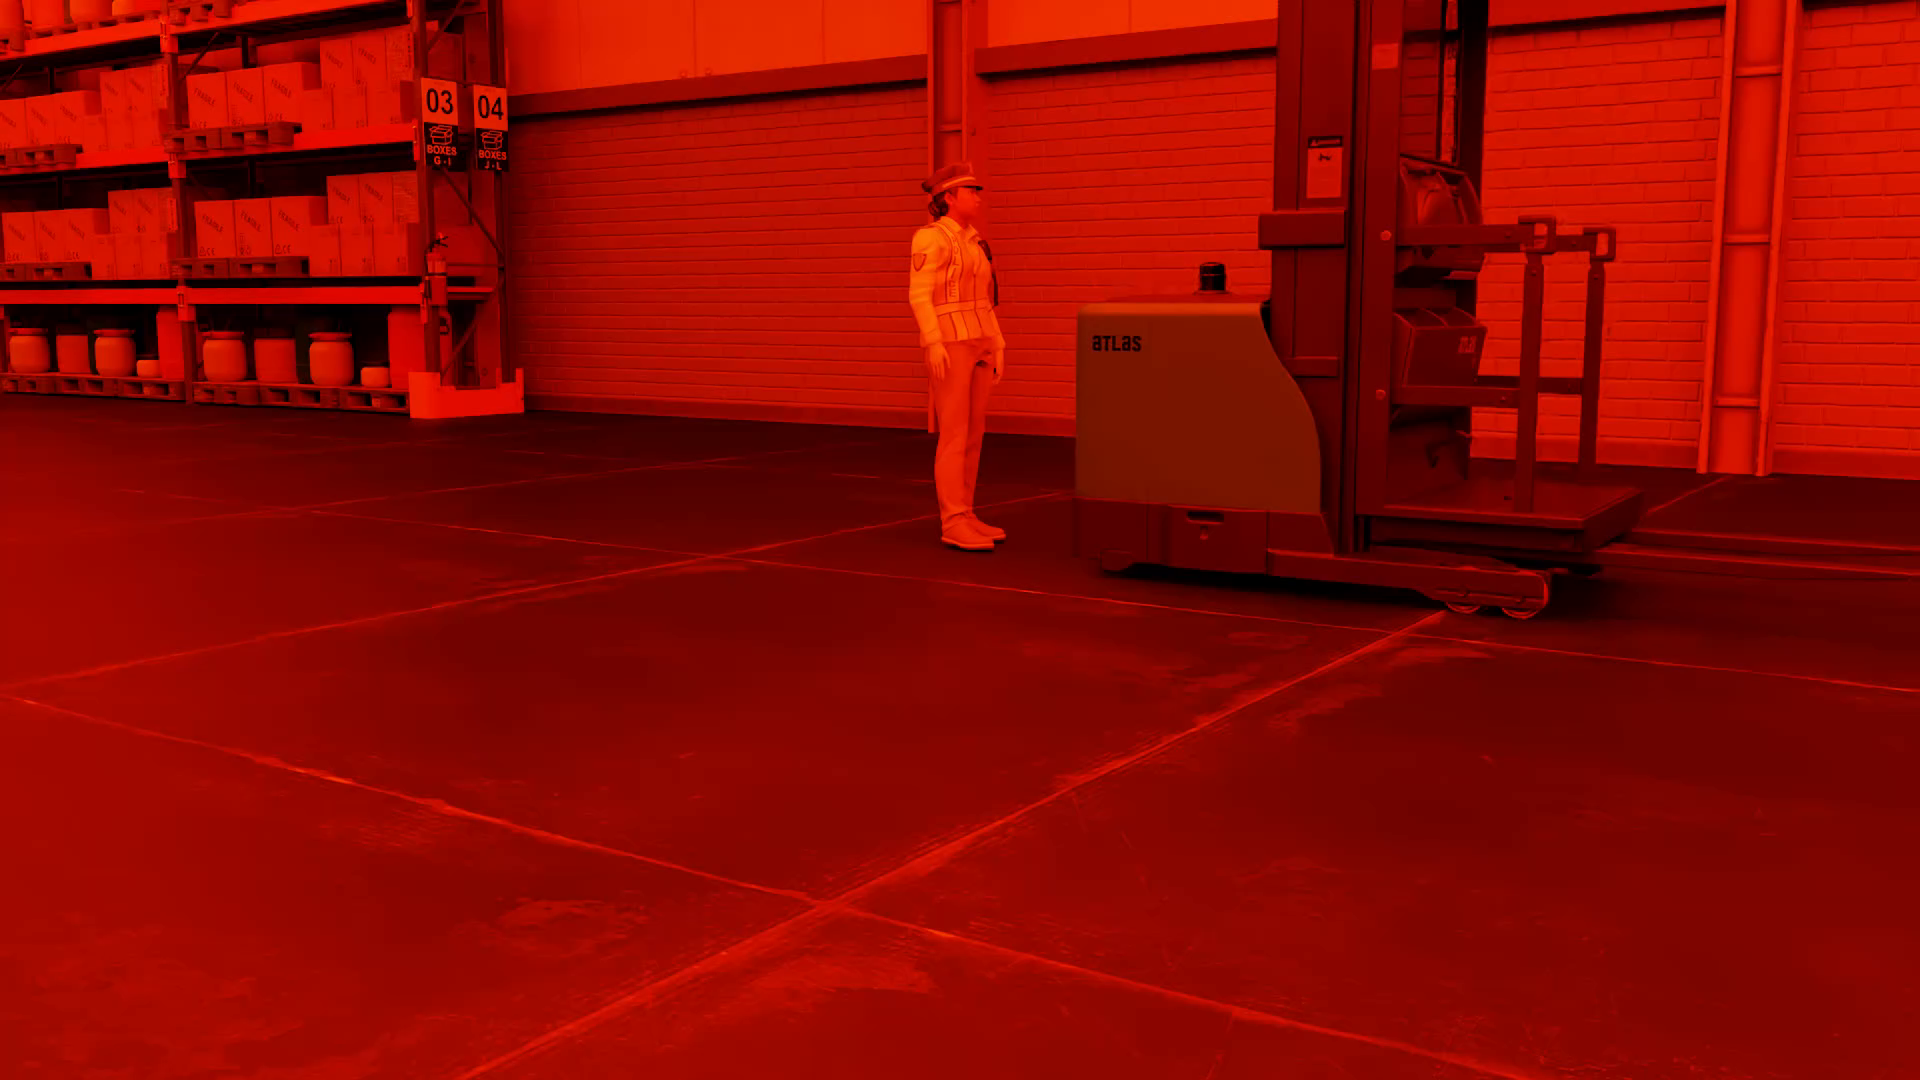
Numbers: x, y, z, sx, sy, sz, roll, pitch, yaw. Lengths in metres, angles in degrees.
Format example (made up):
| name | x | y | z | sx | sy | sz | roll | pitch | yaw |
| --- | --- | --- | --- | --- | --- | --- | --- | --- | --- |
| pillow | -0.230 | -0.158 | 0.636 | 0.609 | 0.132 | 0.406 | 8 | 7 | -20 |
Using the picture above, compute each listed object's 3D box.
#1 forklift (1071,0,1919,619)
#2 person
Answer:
| name | x | y | z | sx | sy | sz | roll | pitch | yaw |
| --- | --- | --- | --- | --- | --- | --- | --- | --- | --- |
| forklift | 1.965 | -1.265 | 6.090 | 3.031 | 2.935 | 1.130 | 5 | 10 | 32 |
| person | 0.053 | -0.840 | 7.440 | 0.531 | 1.695 | 0.587 | 5 | 10 | 34 |
